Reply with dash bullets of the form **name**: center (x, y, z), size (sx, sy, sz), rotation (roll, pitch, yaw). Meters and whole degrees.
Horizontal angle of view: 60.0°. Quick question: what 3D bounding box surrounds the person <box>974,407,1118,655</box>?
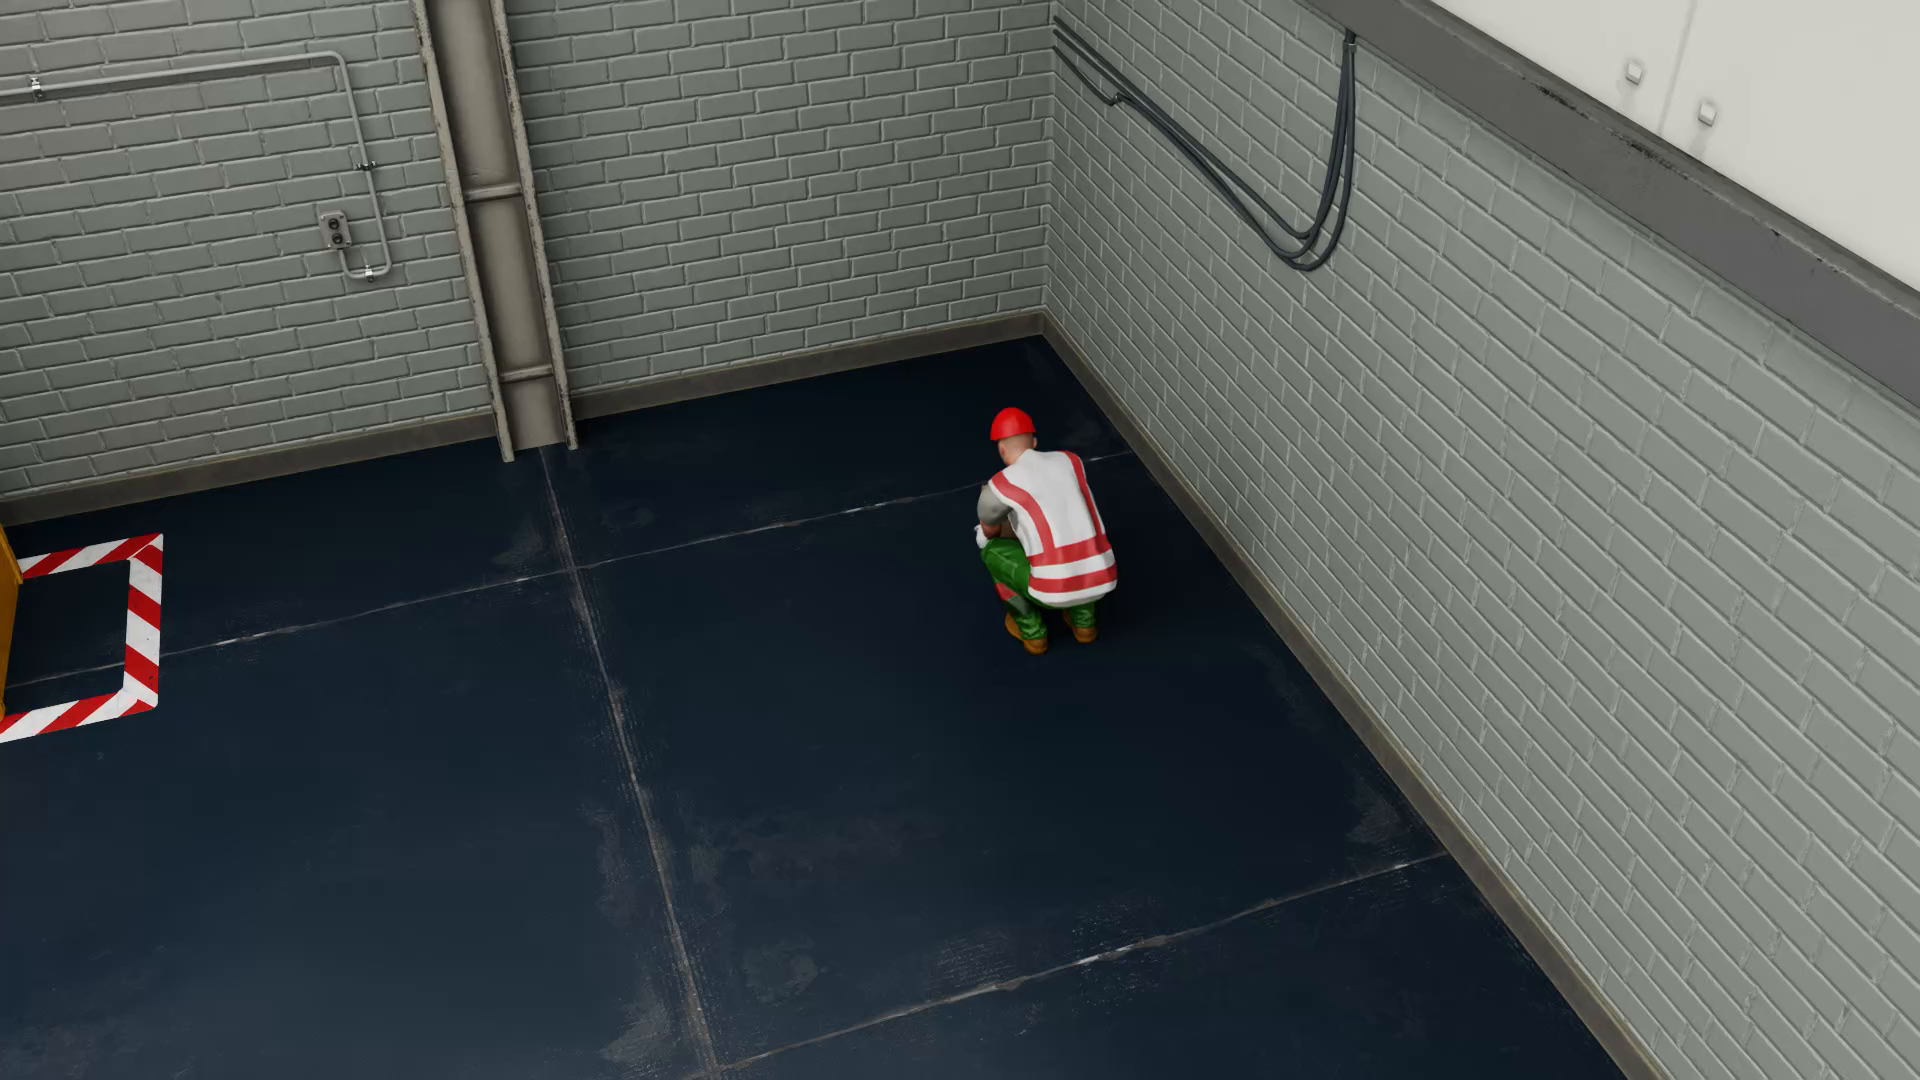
- **person**: center (0.368, -0.051, 7.498), size (0.555, 0.989, 0.880), rotation (-13, 39, -16)
